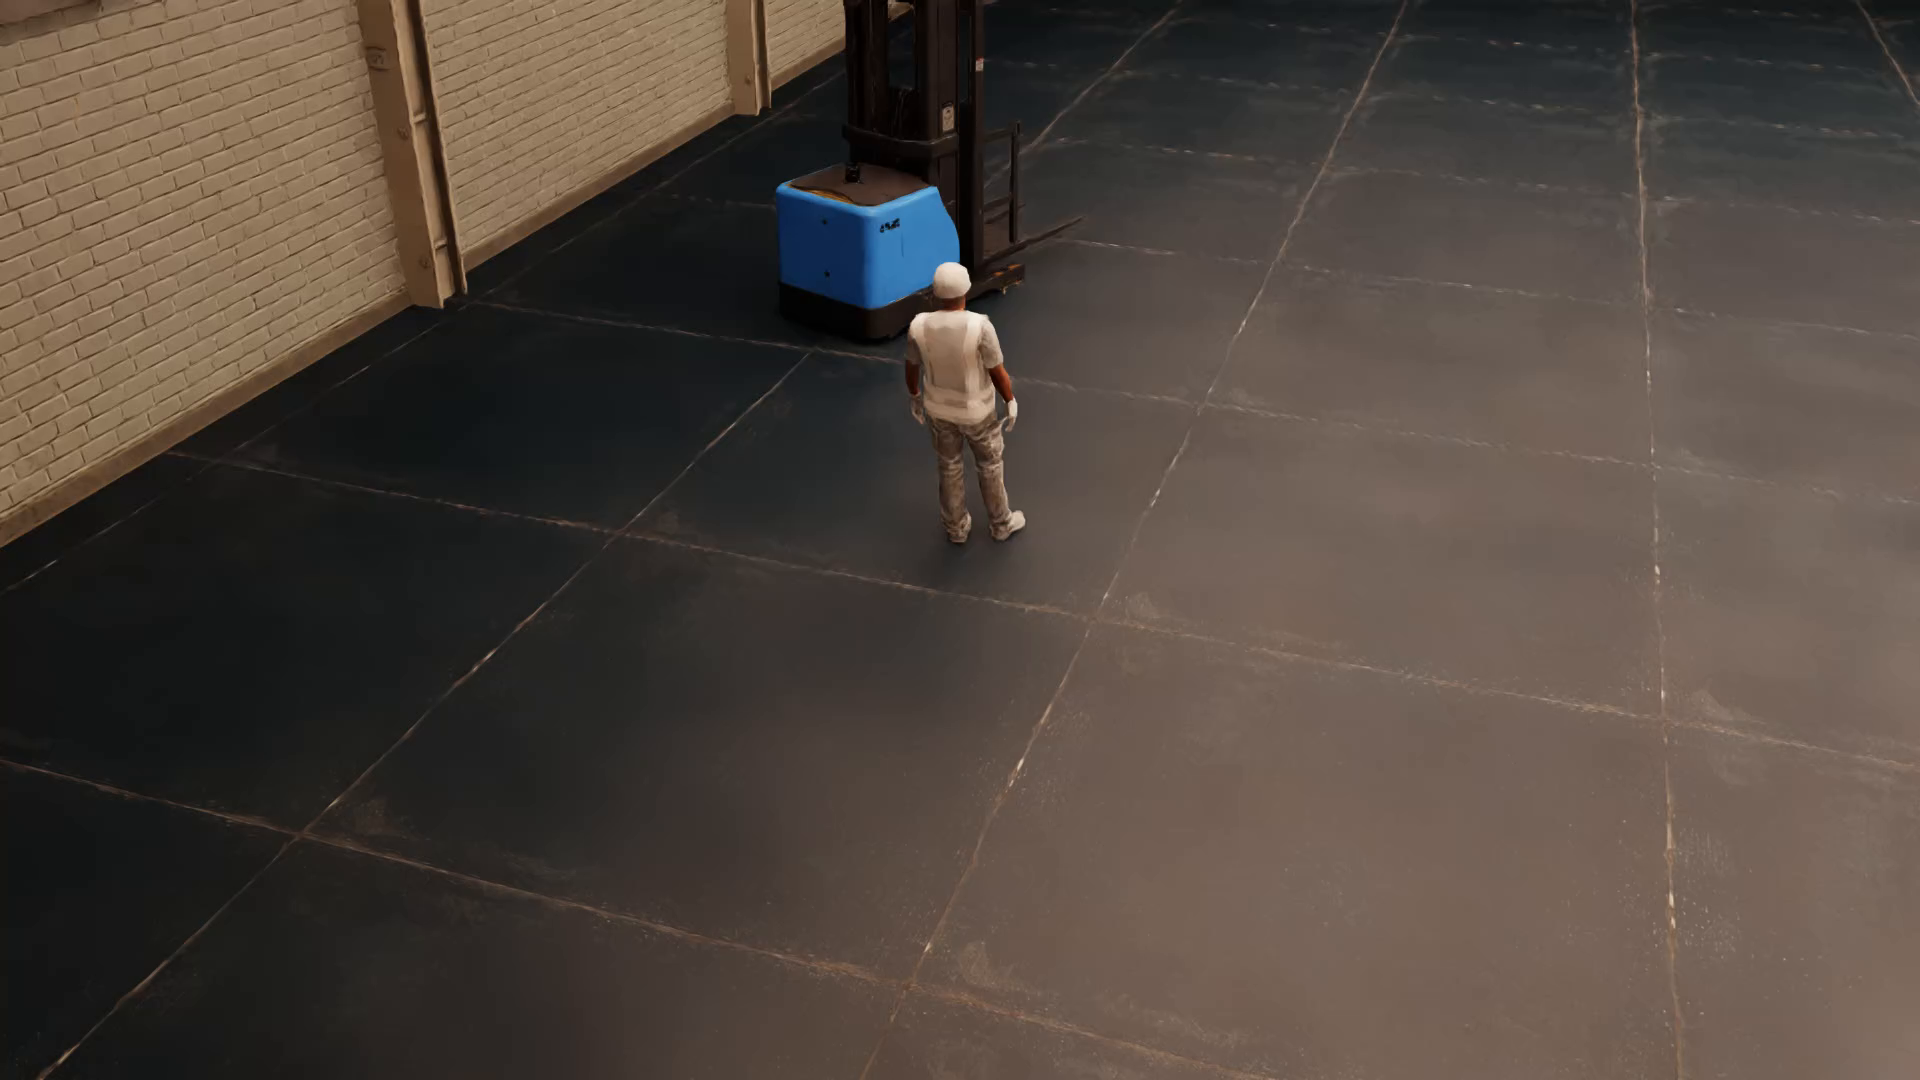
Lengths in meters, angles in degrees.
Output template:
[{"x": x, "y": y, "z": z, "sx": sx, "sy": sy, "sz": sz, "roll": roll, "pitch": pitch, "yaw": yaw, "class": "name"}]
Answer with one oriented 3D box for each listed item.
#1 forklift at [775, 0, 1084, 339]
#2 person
[{"x": -0.113, "y": -3.464, "z": 13.213, "sx": 1.130, "sy": 2.935, "sz": 3.031, "roll": 22, "pitch": 36, "yaw": 33, "class": "forklift"}, {"x": 0.031, "y": -0.813, "z": 9.708, "sx": 0.655, "sy": 1.782, "sz": 0.576, "roll": 10, "pitch": 31, "yaw": 16, "class": "person"}]
